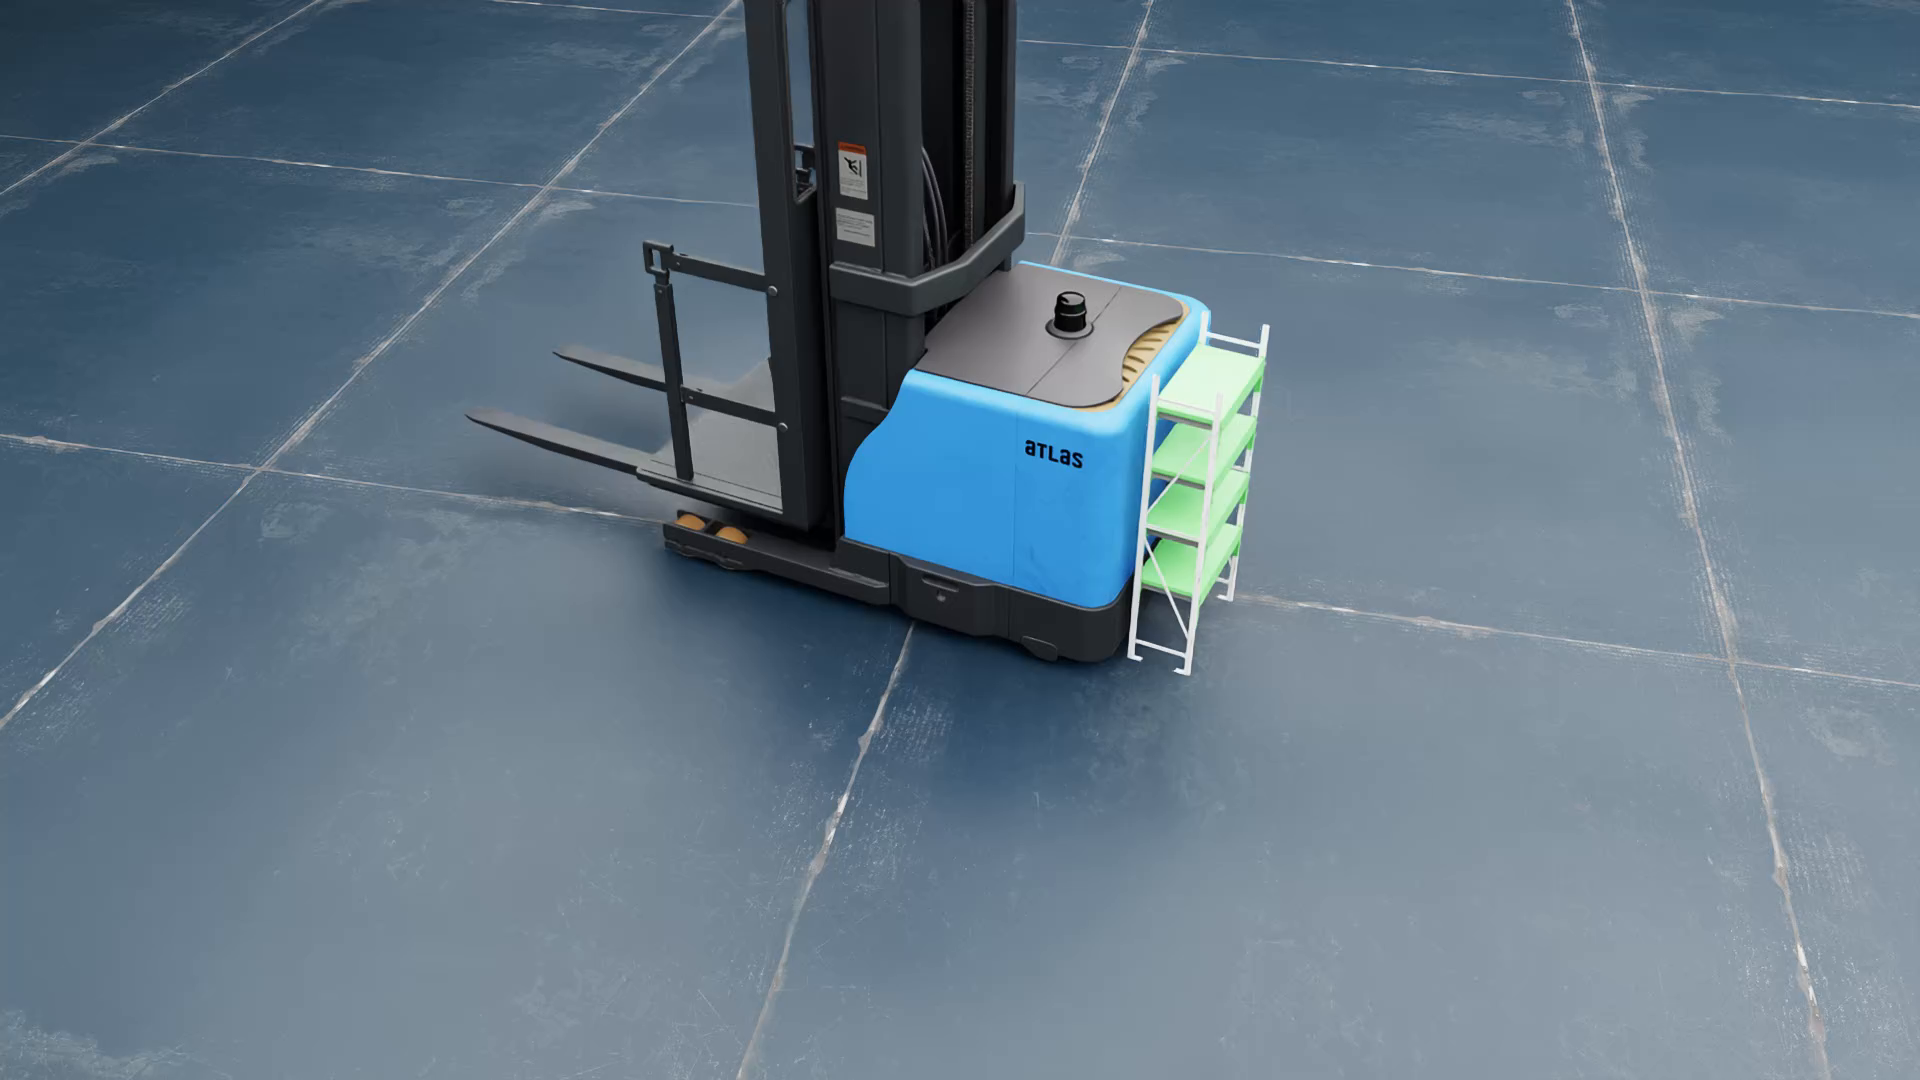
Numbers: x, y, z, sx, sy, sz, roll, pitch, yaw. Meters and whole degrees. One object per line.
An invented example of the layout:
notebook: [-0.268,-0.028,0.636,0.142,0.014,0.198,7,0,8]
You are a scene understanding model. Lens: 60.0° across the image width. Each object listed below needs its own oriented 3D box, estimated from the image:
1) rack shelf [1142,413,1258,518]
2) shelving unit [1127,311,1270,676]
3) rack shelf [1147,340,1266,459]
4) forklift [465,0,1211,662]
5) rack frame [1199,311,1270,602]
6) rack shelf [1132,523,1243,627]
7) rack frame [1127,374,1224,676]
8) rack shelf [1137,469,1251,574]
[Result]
rack shelf: [0.844,-0.294,5.831,0.258,0.148,0.480,16,39,20]
shelving unit: [0.842,-0.152,5.935,0.258,1.200,0.503,16,39,20]
rack shelf: [0.846,-0.488,5.689,0.258,0.148,0.480,16,39,20]
forklift: [-0.614,-1.331,6.088,3.031,2.935,1.130,16,39,21]
rack frame: [0.949,-0.281,6.112,0.240,1.200,0.015,16,39,20]
rack shelf: [0.839,0.093,6.114,0.258,0.148,0.480,16,39,20]
rack frame: [0.735,-0.023,5.757,0.240,1.200,0.015,16,39,20]
rack shelf: [0.842,-0.100,5.972,0.258,0.148,0.480,16,39,20]
